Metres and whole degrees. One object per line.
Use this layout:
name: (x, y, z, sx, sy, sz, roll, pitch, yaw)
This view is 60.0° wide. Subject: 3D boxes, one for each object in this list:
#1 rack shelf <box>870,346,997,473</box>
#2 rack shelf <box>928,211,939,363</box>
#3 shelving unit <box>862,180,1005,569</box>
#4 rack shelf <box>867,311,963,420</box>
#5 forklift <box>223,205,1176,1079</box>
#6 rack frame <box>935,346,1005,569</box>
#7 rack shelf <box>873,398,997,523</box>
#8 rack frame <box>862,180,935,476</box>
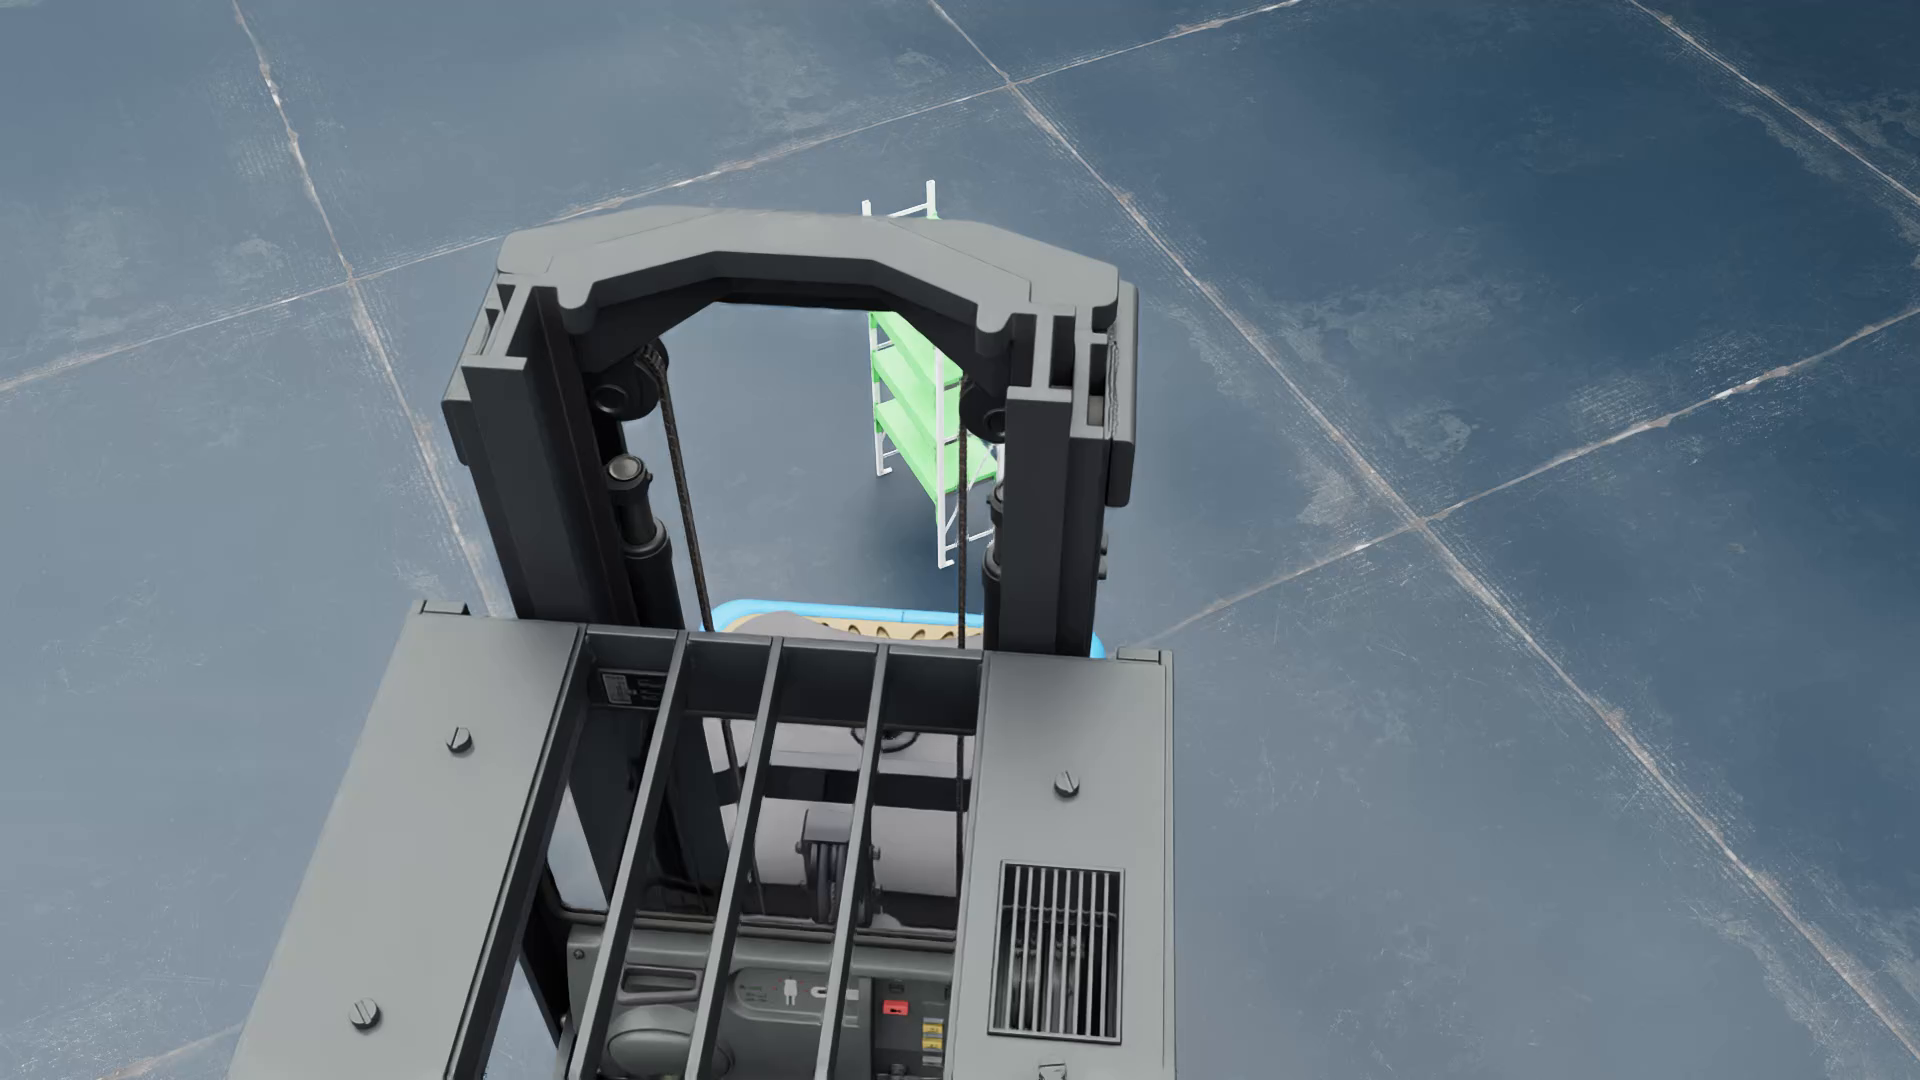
rack shelf: (-0.076, -0.464, 5.443, 0.258, 0.148, 0.480, -21, 52, -18)
rack shelf: (-0.076, -0.780, 5.082, 0.258, 0.148, 0.480, -21, 52, -18)
shelving unit: (-0.076, -0.506, 5.395, 0.258, 1.200, 0.503, -21, 52, -18)
rack shelf: (-0.076, -0.622, 5.263, 0.258, 0.148, 0.480, -21, 52, -18)
forklift: (-0.268, 1.024, 2.907, 1.130, 2.935, 3.031, 4, 49, 3)
rack frame: (0.036, -0.342, 5.252, 0.240, 1.200, 0.015, -21, 52, -18)
rack shelf: (-0.076, -0.306, 5.624, 0.258, 0.148, 0.480, -21, 52, -18)
rack frame: (-0.187, -0.669, 5.538, 0.240, 1.200, 0.015, -21, 52, -18)
